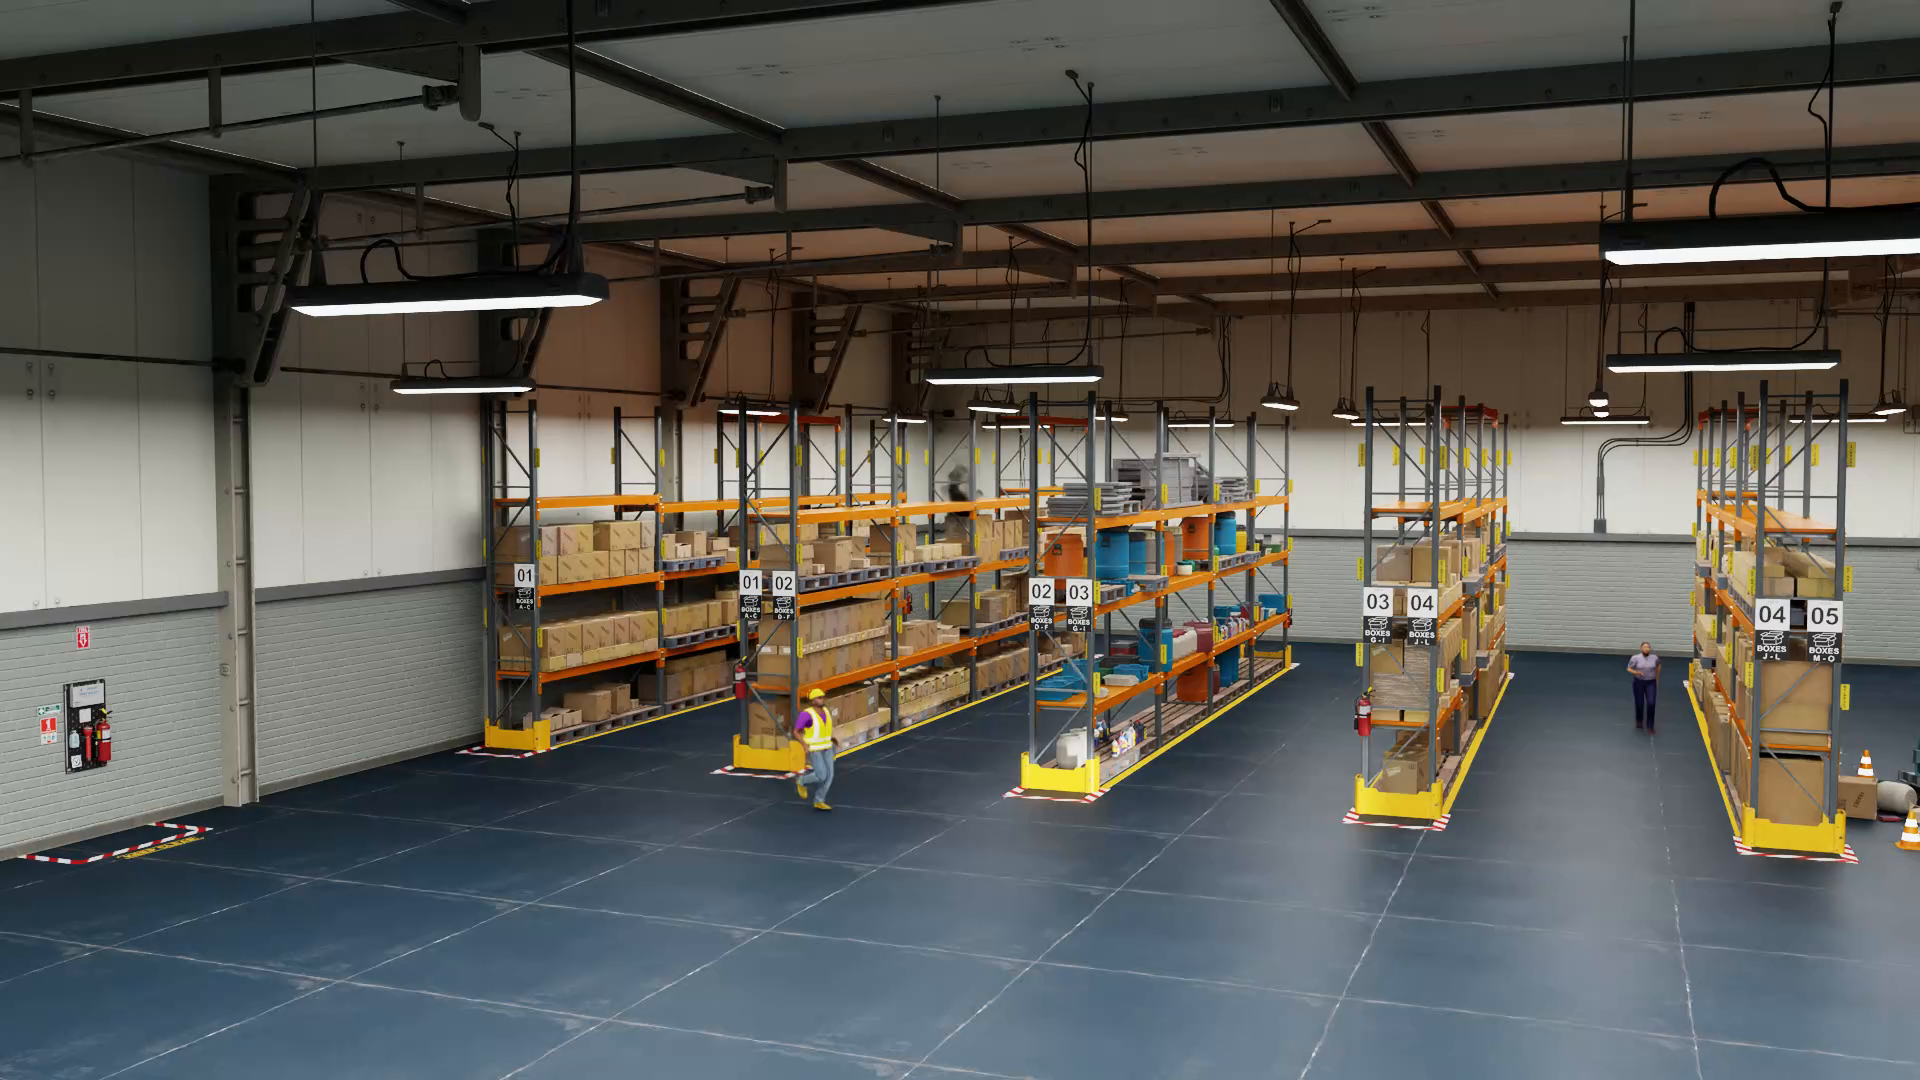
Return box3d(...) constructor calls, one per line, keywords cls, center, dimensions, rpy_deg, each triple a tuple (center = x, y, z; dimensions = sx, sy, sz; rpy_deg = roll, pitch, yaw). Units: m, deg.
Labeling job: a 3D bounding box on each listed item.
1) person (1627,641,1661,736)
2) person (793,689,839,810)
box3d(cls="person", center=(12.479, 2.707, 30.348), dimensions=(0.590, 1.689, 0.762), rpy_deg=(1, 3, 18))
box3d(cls="person", center=(-2.055, 2.975, 23.748), dimensions=(0.586, 1.722, 0.706), rpy_deg=(3, 4, 42))
